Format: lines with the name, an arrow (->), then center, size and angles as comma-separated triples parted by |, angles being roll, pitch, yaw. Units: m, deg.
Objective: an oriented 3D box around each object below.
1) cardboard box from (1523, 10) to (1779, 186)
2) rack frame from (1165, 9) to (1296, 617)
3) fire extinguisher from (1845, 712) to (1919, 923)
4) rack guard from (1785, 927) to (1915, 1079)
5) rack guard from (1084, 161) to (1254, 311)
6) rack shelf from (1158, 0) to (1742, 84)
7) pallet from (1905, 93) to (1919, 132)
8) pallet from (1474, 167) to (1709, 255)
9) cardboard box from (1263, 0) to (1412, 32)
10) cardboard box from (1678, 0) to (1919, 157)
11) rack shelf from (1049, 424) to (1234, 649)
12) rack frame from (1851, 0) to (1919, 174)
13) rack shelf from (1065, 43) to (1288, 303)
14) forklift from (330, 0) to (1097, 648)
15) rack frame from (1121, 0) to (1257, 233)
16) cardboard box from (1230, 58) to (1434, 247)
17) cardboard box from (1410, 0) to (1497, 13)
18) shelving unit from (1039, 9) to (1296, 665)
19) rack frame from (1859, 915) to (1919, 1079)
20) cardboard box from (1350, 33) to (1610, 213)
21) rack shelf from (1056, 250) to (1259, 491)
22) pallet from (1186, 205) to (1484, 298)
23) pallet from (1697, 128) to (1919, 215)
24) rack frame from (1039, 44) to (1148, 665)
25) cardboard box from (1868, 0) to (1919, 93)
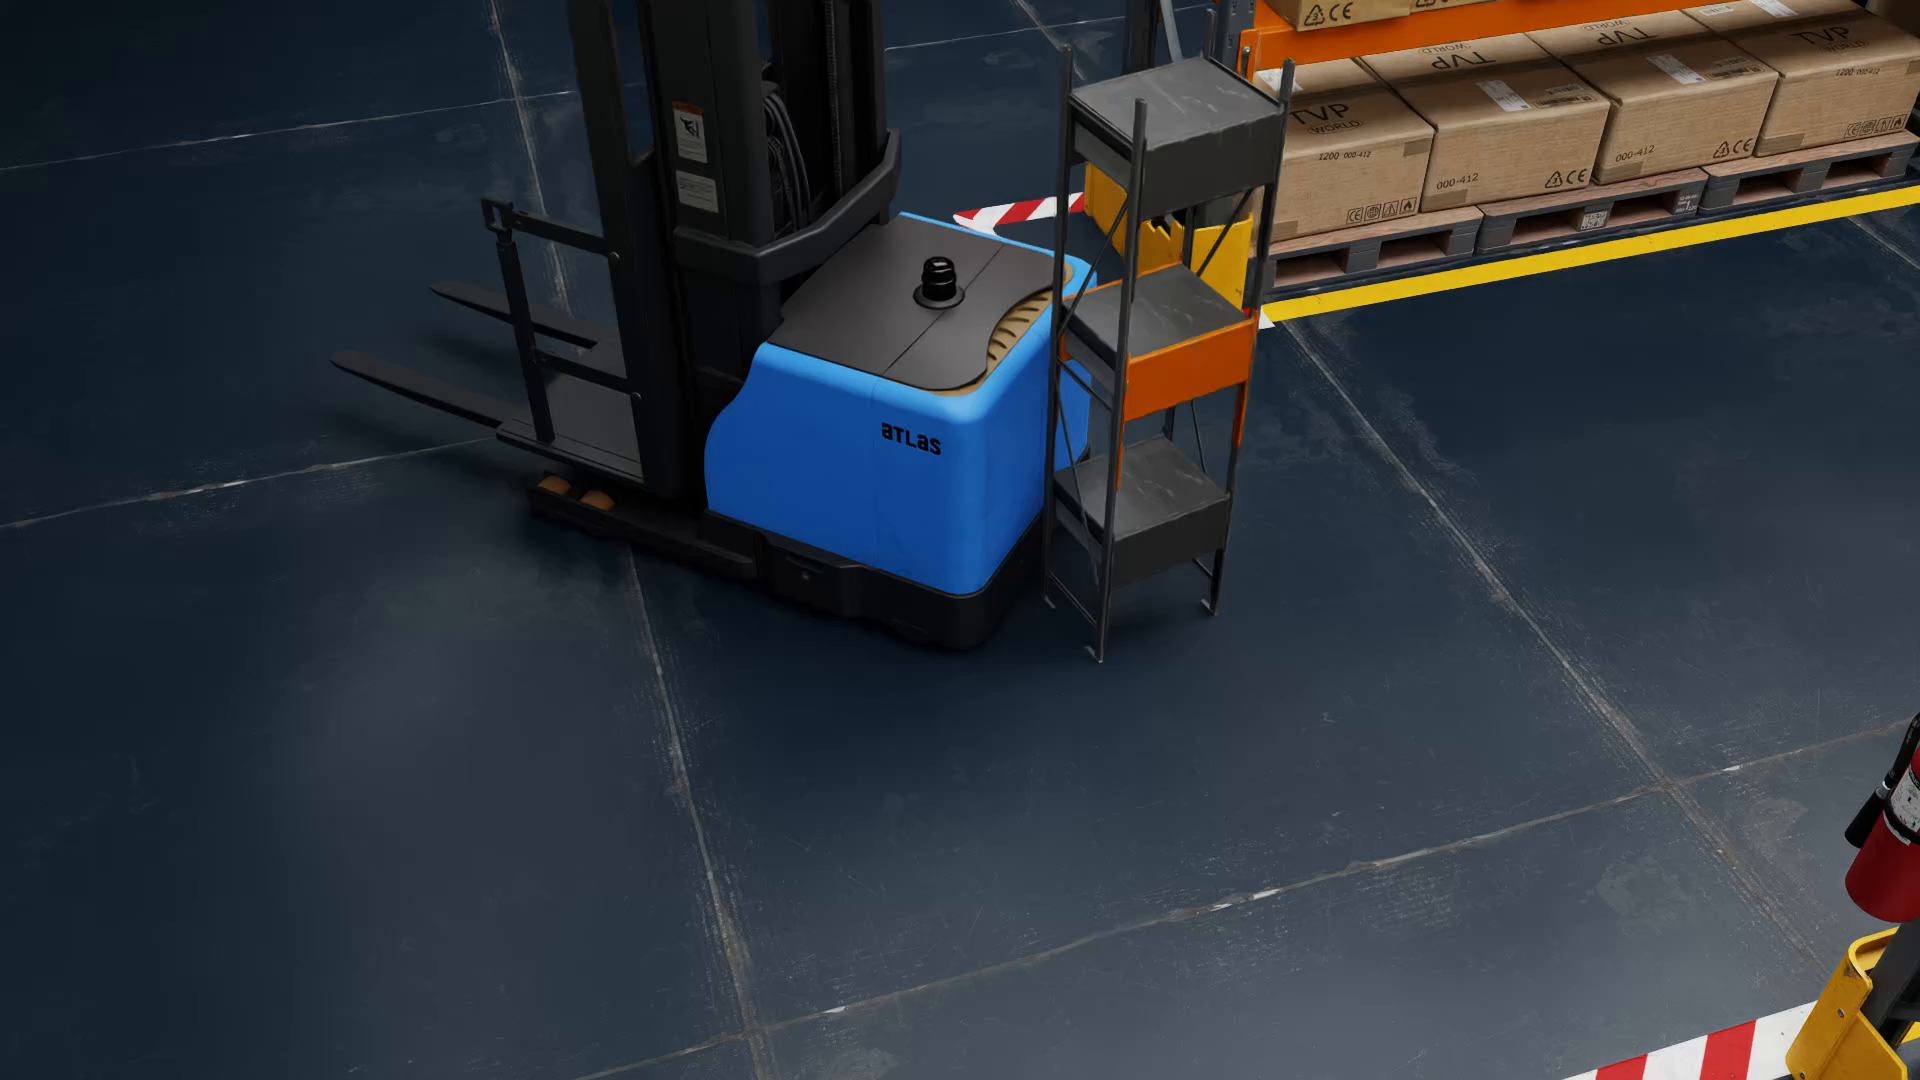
cardboard box -> 3.278, -2.193, 8.109 | 0.875, 0.438, 0.875 | -13, 43, -14
rack frame -> 0.818, -0.632, 5.378 | 0.015, 2.100, 0.400 | -20, 45, -21
fire extinguisher -> 2.152, 0.573, 3.657 | 0.183, 0.674, 0.296 | -12, 42, -13
rack guard -> 2.604, 1.569, 4.074 | 0.348, 0.500, 1.175 | -12, 42, -13
rack guard -> 0.925, -1.497, 7.584 | 0.348, 0.500, 1.175 | -12, 42, -13
rack shelf -> 2.855, -2.568, 7.456 | 4.000, 0.370, 1.077 | -12, 42, -13
pallet -> 5.476, -2.384, 8.818 | 1.213, 0.211, 1.003 | -12, 42, -13
pallet -> 2.848, -1.839, 8.195 | 1.213, 0.211, 1.003 | -12, 42, -13
cardboard box -> 1.492, -2.396, 6.636 | 0.500, 0.500, 0.500 | -12, 43, -13
cardboard box -> 4.132, -2.370, 8.312 | 0.875, 0.438, 0.875 | -12, 43, -14
rack shelf -> 0.604, -0.017, 5.758 | 0.480, 0.518, 0.431 | -20, 45, -21
rack frame -> 4.763, -3.234, 7.672 | 0.127, 3.000, 1.000 | -12, 42, -13
rack shelf -> 0.604, -1.071, 4.837 | 0.480, 0.518, 0.431 | -20, 45, -21
forklift -> -1.063, -1.412, 5.639 | 3.031, 2.935, 1.130 | 19, 44, 20
rack frame -> 0.948, -2.443, 6.767 | 0.127, 3.000, 1.000 | -12, 42, -13
cardboard box -> 1.547, -1.830, 7.693 | 0.875, 0.438, 0.875 | -13, 43, -15
cardboard box -> 1.966, -2.513, 6.771 | 0.500, 0.500, 0.500 | -12, 43, -14
shelving unit -> 0.604, -0.554, 5.289 | 0.503, 2.100, 0.431 | -20, 45, -21
rack frame -> 2.531, 0.643, 3.234 | 0.127, 3.000, 1.000 | -12, 42, -13
cardboard box -> 2.418, -2.016, 7.906 | 0.875, 0.438, 0.875 | -11, 42, -12
rack shelf -> 0.604, -0.544, 5.298 | 0.480, 0.518, 0.431 | -20, 45, -21
pallet -> 1.687, -1.600, 7.921 | 1.213, 0.211, 1.003 | -12, 42, -13
pallet -> 4.014, -2.083, 8.473 | 1.213, 0.211, 1.003 | -12, 42, -13
rack frame -> 0.391, -0.476, 5.199 | 0.015, 2.100, 0.400 | -20, 45, -21
cardboard box -> 5.330, -2.765, 8.430 | 0.875, 0.875, 0.875 | -10, 42, -12
